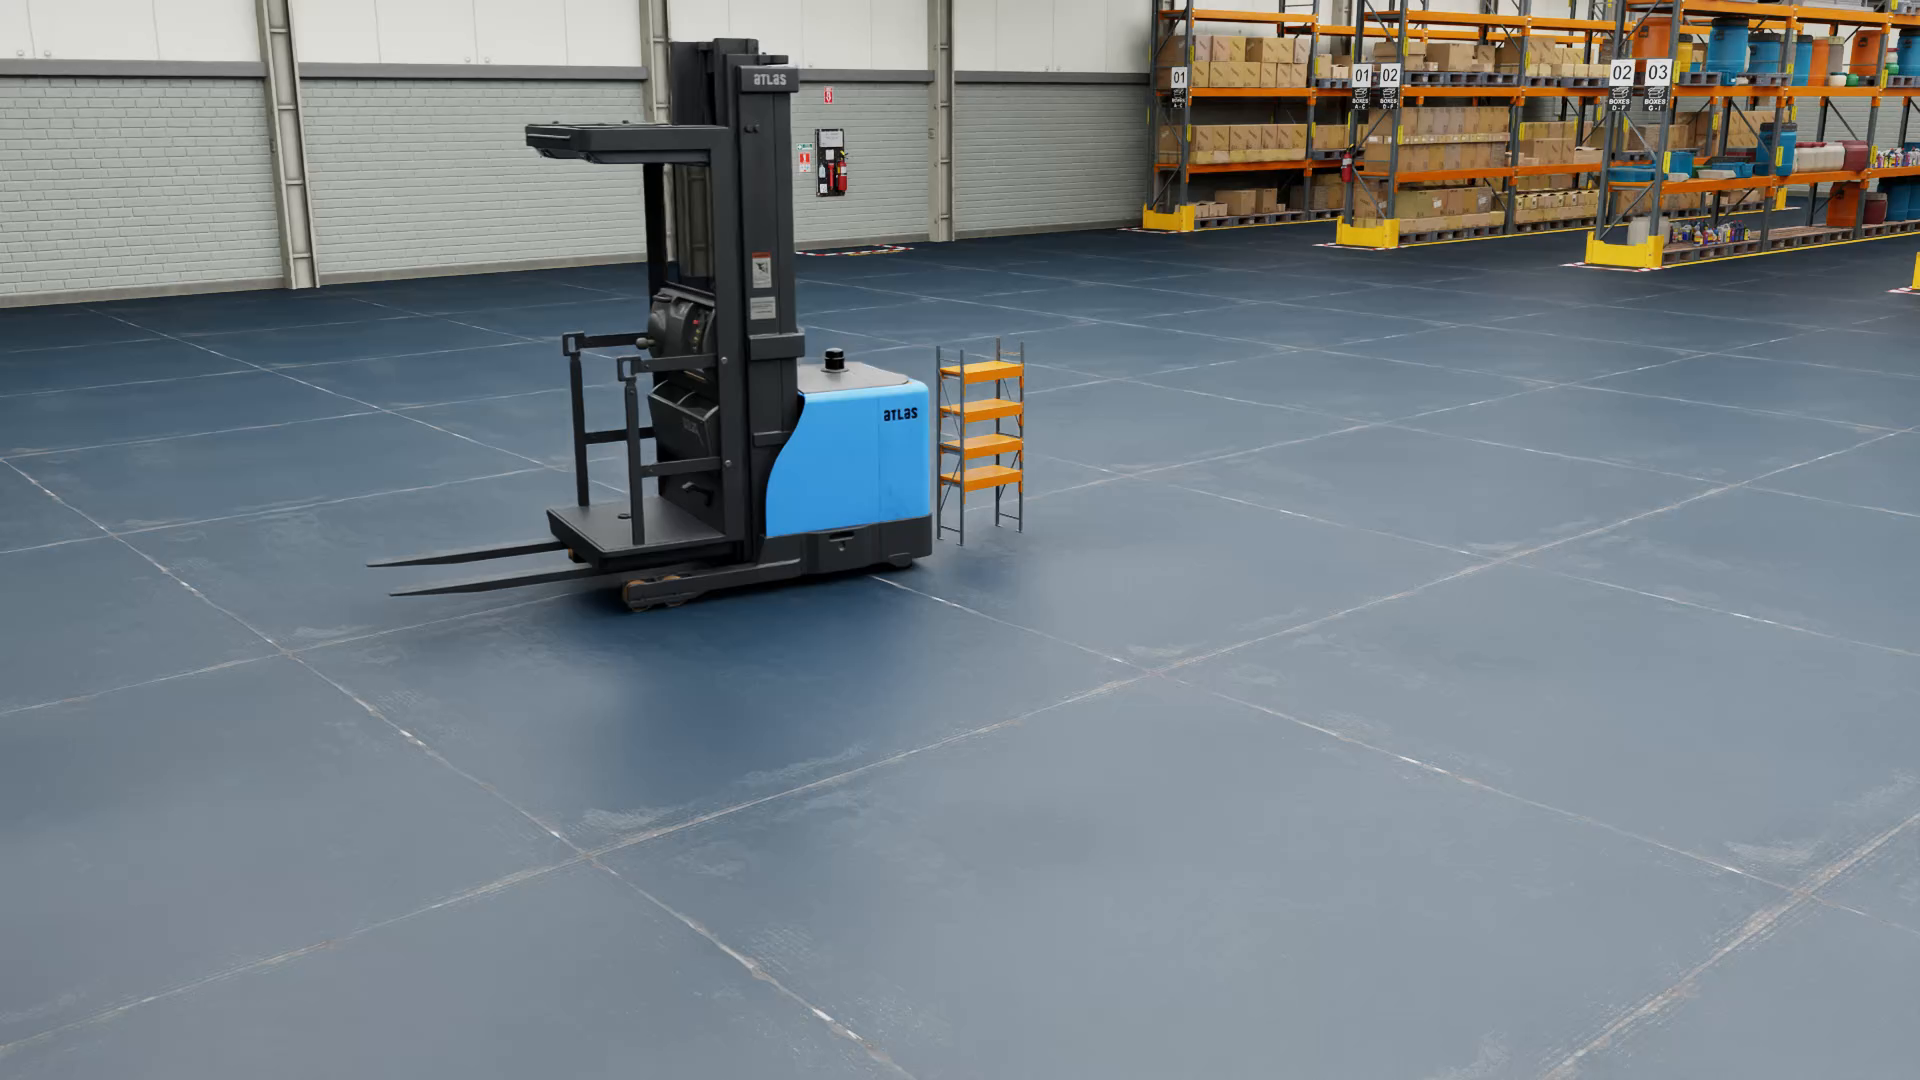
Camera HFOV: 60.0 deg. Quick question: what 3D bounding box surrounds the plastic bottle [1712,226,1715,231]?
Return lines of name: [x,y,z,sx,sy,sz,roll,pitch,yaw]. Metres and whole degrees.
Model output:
plastic bottle: [12.857,-5.214,28.368,0.133,0.283,0.061,-13,19,-39]

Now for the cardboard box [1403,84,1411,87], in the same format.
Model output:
cardboard box: [9.886,-10.420,37.767,0.500,0.311,0.500,-13,19,-39]

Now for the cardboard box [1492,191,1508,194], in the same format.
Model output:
cardboard box: [10.995,-6.896,33.683,0.500,0.311,0.500,-12,19,-38]

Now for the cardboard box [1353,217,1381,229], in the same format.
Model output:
cardboard box: [7.682,-5.882,30.974,0.500,0.250,0.500,-13,19,-39]

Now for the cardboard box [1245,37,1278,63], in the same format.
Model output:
cardboard box: [6.241,-10.168,34.521,0.500,0.500,0.500,-14,20,-41]

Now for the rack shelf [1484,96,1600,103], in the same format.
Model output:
rack shelf: [14.778,-11.296,42.310,4.000,0.370,1.077,-13,19,-39]

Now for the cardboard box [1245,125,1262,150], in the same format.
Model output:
cardboard box: [5.929,-8.403,34.694,0.500,0.500,0.500,-12,19,-38]

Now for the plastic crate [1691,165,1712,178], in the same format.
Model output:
plastic crate: [12.528,-6.295,28.414,0.662,0.188,0.450,-13,19,-39]

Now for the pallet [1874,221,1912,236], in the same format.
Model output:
pallet: [18.243,-6.250,33.238,1.213,0.211,1.003,-13,19,-39]

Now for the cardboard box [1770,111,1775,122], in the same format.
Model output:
cardboard box: [19.006,-9.887,39.319,0.500,0.500,0.500,-12,19,-38]

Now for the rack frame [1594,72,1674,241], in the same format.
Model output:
rack frame: [10.720,-5.894,26.505,0.127,3.000,1.000,-13,19,-39]

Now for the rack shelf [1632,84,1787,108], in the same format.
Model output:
rack shelf: [12.229,-7.335,27.479,4.000,0.370,1.077,-13,19,-39]

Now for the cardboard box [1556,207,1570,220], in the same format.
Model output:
cardboard box: [12.116,-6.692,34.006,0.500,0.250,0.500,-12,19,-38]

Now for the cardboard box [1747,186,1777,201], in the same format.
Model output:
cardboard box: [19.293,-8.435,40.006,0.500,0.500,0.500,-13,19,-39]

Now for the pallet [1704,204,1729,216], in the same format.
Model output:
pallet: [17.043,-7.661,38.523,1.213,0.211,1.003,-13,19,-39]

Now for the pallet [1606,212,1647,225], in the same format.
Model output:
pallet: [14.095,-6.987,35.997,1.213,0.211,1.003,-13,19,-39]

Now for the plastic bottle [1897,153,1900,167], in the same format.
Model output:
plastic bottle: [18.271,-7.408,32.420,0.097,0.271,0.097,0,15,0]

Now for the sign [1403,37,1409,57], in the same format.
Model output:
sign: [7.831,-8.660,29.199,0.005,0.325,0.100,-13,19,-39]

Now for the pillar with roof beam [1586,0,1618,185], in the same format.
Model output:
pillar with roof beam: [20.582,-13.220,42.304,0.400,9.000,9.100,-13,19,-39]

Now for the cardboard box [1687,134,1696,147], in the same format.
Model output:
cardboard box: [16.733,-9.075,38.219,0.500,0.500,0.500,-12,19,-38]

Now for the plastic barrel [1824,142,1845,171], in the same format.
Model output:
plastic barrel: [16.119,-7.088,30.756,0.421,0.512,0.421,0,15,0]

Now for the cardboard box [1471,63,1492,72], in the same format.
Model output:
cardboard box: [9.758,-8.878,31.263,0.250,0.149,0.380,-13,19,-39]

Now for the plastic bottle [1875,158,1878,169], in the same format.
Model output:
plastic bottle: [17.473,-7.195,31.758,0.097,0.201,0.097,0,15,0]

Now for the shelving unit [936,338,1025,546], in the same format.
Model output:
shelving unit: [0.125,-0.608,10.200,0.503,1.200,0.258,-13,19,-39]

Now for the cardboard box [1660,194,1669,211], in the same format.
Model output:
cardboard box: [15.201,-7.504,36.523,0.500,0.500,0.500,-14,20,-41]

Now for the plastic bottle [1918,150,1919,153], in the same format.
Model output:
plastic bottle: [19.155,-7.653,33.183,0.185,0.351,0.144,-13,19,-39]

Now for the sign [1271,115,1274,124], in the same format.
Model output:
sign: [6.867,-9.168,36.515,0.005,0.325,0.100,-13,19,-39]

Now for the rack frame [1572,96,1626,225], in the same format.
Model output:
rack frame: [13.507,-8.215,35.191,0.127,3.000,1.000,-13,19,-39]

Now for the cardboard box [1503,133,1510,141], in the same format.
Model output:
cardboard box: [10.424,-7.811,32.229,0.250,0.149,0.380,-13,20,-39]

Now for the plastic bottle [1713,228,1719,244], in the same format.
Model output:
plastic bottle: [12.779,-5.145,28.132,0.097,0.271,0.097,0,15,0]

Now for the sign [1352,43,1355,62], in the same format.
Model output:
sign: [7.126,-8.806,30.031,0.005,0.325,0.100,-13,19,-39]

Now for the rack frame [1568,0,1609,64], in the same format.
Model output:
rack frame: [16.287,-13.432,43.099,0.127,3.000,1.000,-13,19,-39]

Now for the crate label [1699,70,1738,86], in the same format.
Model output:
crate label: [12.349,-7.525,27.083,0.408,0.251,0.502,-13,19,-39]

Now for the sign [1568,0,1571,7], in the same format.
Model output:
sign: [15.927,-14.069,43.366,0.005,0.325,0.100,-13,19,-39]

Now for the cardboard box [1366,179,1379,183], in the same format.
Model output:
cardboard box: [9.272,-8.329,38.158,0.500,0.250,0.500,-12,19,-38]

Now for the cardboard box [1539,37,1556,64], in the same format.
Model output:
cardboard box: [11.395,-9.677,32.876,0.500,0.500,0.500,-10,18,-34]

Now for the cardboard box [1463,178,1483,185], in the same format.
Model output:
cardboard box: [12.196,-8.734,40.486,0.750,0.750,0.750,-12,19,-38]

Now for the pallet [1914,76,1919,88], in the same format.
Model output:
pallet: [18.392,-8.941,32.463,1.213,0.211,1.003,-13,19,-39]

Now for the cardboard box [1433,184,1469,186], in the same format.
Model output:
cardboard box: [9.562,-6.670,32.469,0.500,0.500,0.500,-13,19,-39]

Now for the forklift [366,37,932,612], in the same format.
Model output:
forklift: [-1.702,-1.190,9.026,3.031,2.935,1.130,-8,17,-28]

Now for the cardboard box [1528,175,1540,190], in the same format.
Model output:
cardboard box: [14.282,-9.042,42.320,0.500,0.500,0.700,-13,20,-40]

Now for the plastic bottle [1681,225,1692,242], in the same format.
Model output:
plastic bottle: [12.510,-5.284,28.646,0.135,0.276,0.152,-13,19,-39]

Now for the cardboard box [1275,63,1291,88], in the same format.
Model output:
cardboard box: [6.626,-9.791,35.048,0.500,0.500,0.500,14,20,42]

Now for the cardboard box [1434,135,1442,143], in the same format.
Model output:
cardboard box: [8.687,-7.421,30.769,0.250,0.149,0.380,-14,20,-41]

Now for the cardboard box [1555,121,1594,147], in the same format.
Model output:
cardboard box: [15.909,-10.590,43.503,0.700,0.700,0.980,-12,19,-37]

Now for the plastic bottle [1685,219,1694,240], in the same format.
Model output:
plastic bottle: [12.714,-5.417,28.998,0.185,0.351,0.144,-14,20,-42]

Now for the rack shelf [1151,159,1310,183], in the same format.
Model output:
rack shelf: [5.726,-7.814,35.087,4.000,0.370,1.077,-13,19,-39]

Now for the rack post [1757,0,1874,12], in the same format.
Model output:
rack post: [15.167,-9.917,29.553,3.121,1.000,1.013,-13,19,-39]

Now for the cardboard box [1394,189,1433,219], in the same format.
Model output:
cardboard box: [8.398,-6.229,30.818,0.500,0.500,0.500,-13,19,-39]

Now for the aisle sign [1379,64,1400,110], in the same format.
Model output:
aisle sign: [7.623,-8.045,29.517,0.004,0.787,0.394,-13,19,-39]

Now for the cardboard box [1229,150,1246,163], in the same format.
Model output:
cardboard box: [5.564,-7.957,34.479,0.500,0.250,0.500,-13,20,-40]

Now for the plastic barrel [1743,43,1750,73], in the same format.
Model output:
plastic barrel: [13.284,-8.243,28.456,0.421,0.512,0.421,0,15,0]

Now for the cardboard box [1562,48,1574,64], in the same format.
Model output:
cardboard box: [15.141,-12.174,42.032,0.500,0.500,0.500,-14,20,-42]

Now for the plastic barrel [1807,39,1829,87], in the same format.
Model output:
plastic barrel: [15.500,-8.699,30.359,0.708,0.830,0.600,-13,19,-39]

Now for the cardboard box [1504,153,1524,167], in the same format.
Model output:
cardboard box: [10.832,-7.556,33.018,0.500,0.250,0.500,-11,19,-36]

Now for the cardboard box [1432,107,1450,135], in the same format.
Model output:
cardboard box: [8.645,-7.796,30.915,0.500,0.500,0.700,-13,19,-39]

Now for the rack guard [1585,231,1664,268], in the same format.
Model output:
rack guard: [10.747,-4.709,26.910,0.348,0.500,1.175,-13,19,-39]

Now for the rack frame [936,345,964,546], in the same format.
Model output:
rack frame: [-0.059,-0.566,10.045,0.015,1.200,0.240,-13,19,-39]
